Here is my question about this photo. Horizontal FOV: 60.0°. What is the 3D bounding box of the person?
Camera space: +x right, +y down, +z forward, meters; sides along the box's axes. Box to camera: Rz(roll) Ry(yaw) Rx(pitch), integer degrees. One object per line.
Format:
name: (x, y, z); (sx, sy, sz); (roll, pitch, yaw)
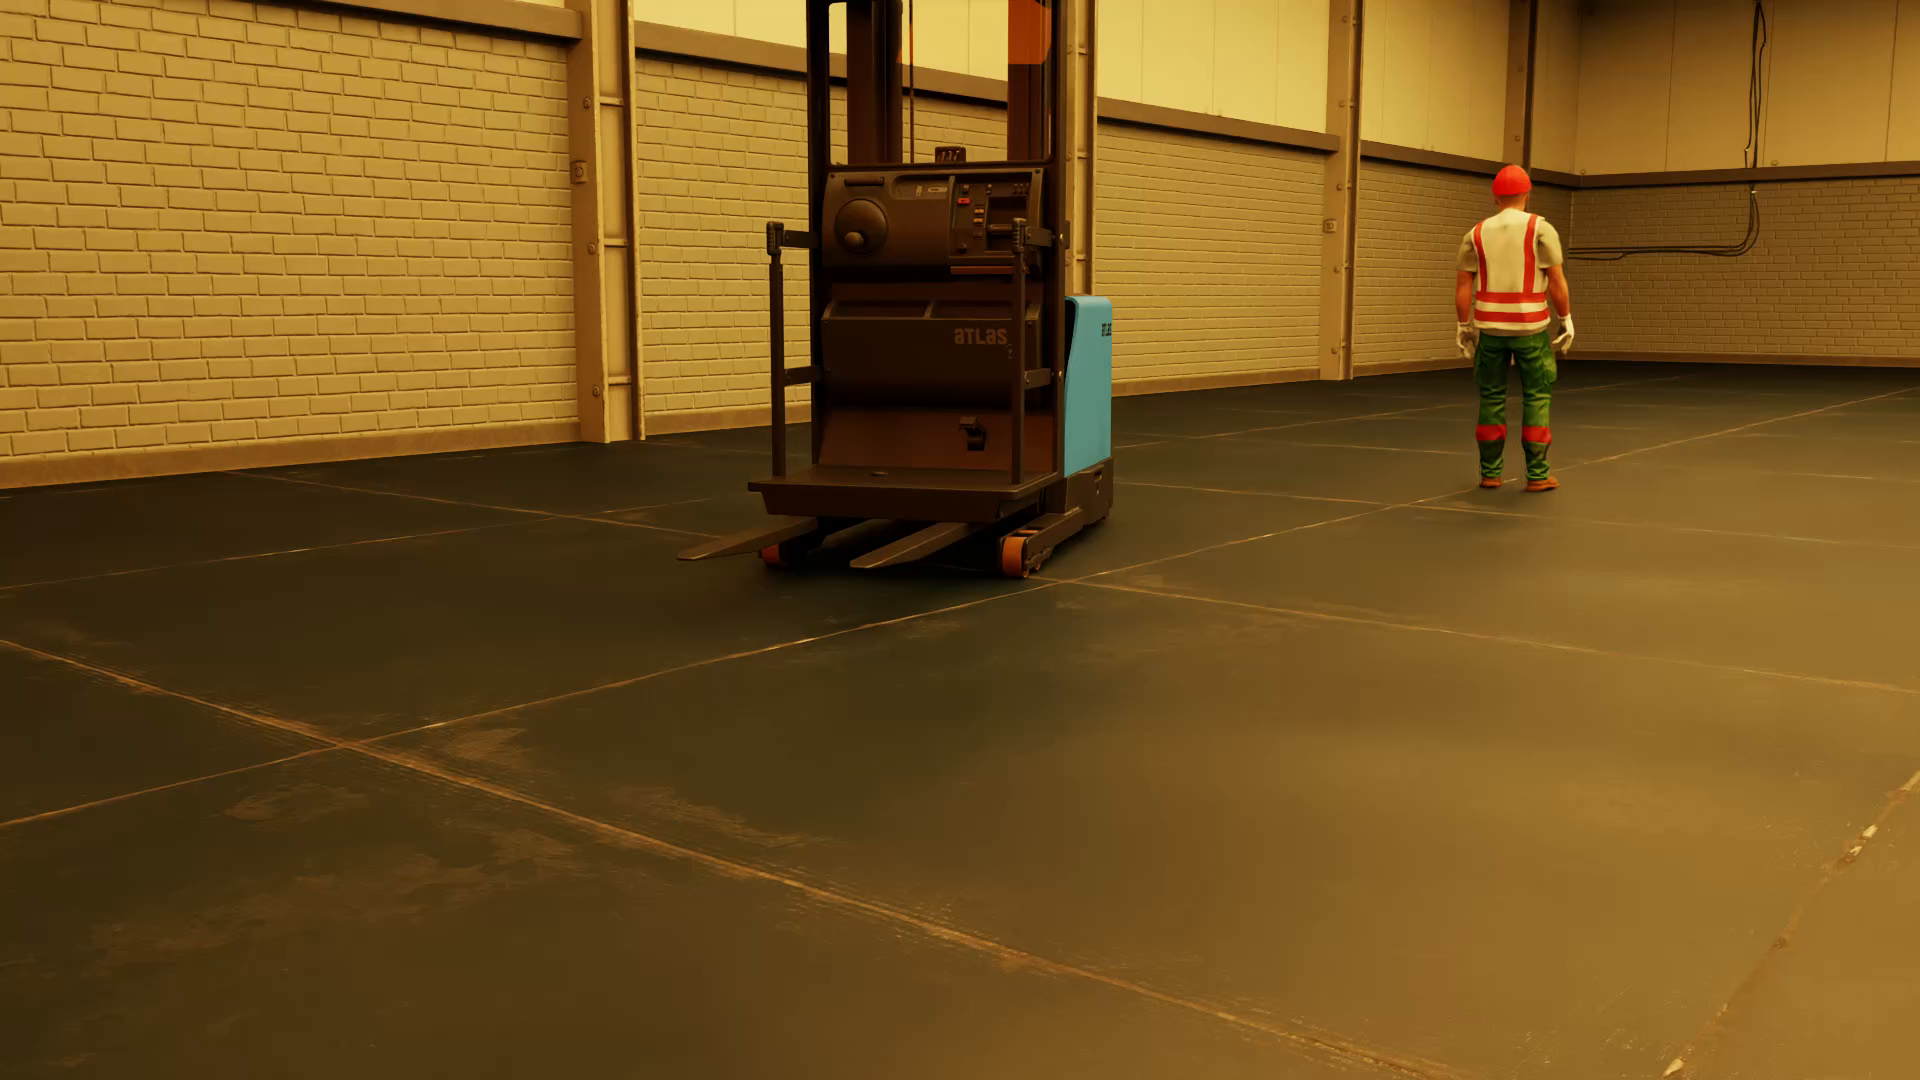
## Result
person: (3.098, -1.169, 9.266); (0.633, 1.798, 0.478); (6, 10, 34)

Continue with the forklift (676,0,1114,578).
forklift: (-0.176, -1.366, 6.616); (1.130, 2.935, 3.031); (3, 9, 17)
